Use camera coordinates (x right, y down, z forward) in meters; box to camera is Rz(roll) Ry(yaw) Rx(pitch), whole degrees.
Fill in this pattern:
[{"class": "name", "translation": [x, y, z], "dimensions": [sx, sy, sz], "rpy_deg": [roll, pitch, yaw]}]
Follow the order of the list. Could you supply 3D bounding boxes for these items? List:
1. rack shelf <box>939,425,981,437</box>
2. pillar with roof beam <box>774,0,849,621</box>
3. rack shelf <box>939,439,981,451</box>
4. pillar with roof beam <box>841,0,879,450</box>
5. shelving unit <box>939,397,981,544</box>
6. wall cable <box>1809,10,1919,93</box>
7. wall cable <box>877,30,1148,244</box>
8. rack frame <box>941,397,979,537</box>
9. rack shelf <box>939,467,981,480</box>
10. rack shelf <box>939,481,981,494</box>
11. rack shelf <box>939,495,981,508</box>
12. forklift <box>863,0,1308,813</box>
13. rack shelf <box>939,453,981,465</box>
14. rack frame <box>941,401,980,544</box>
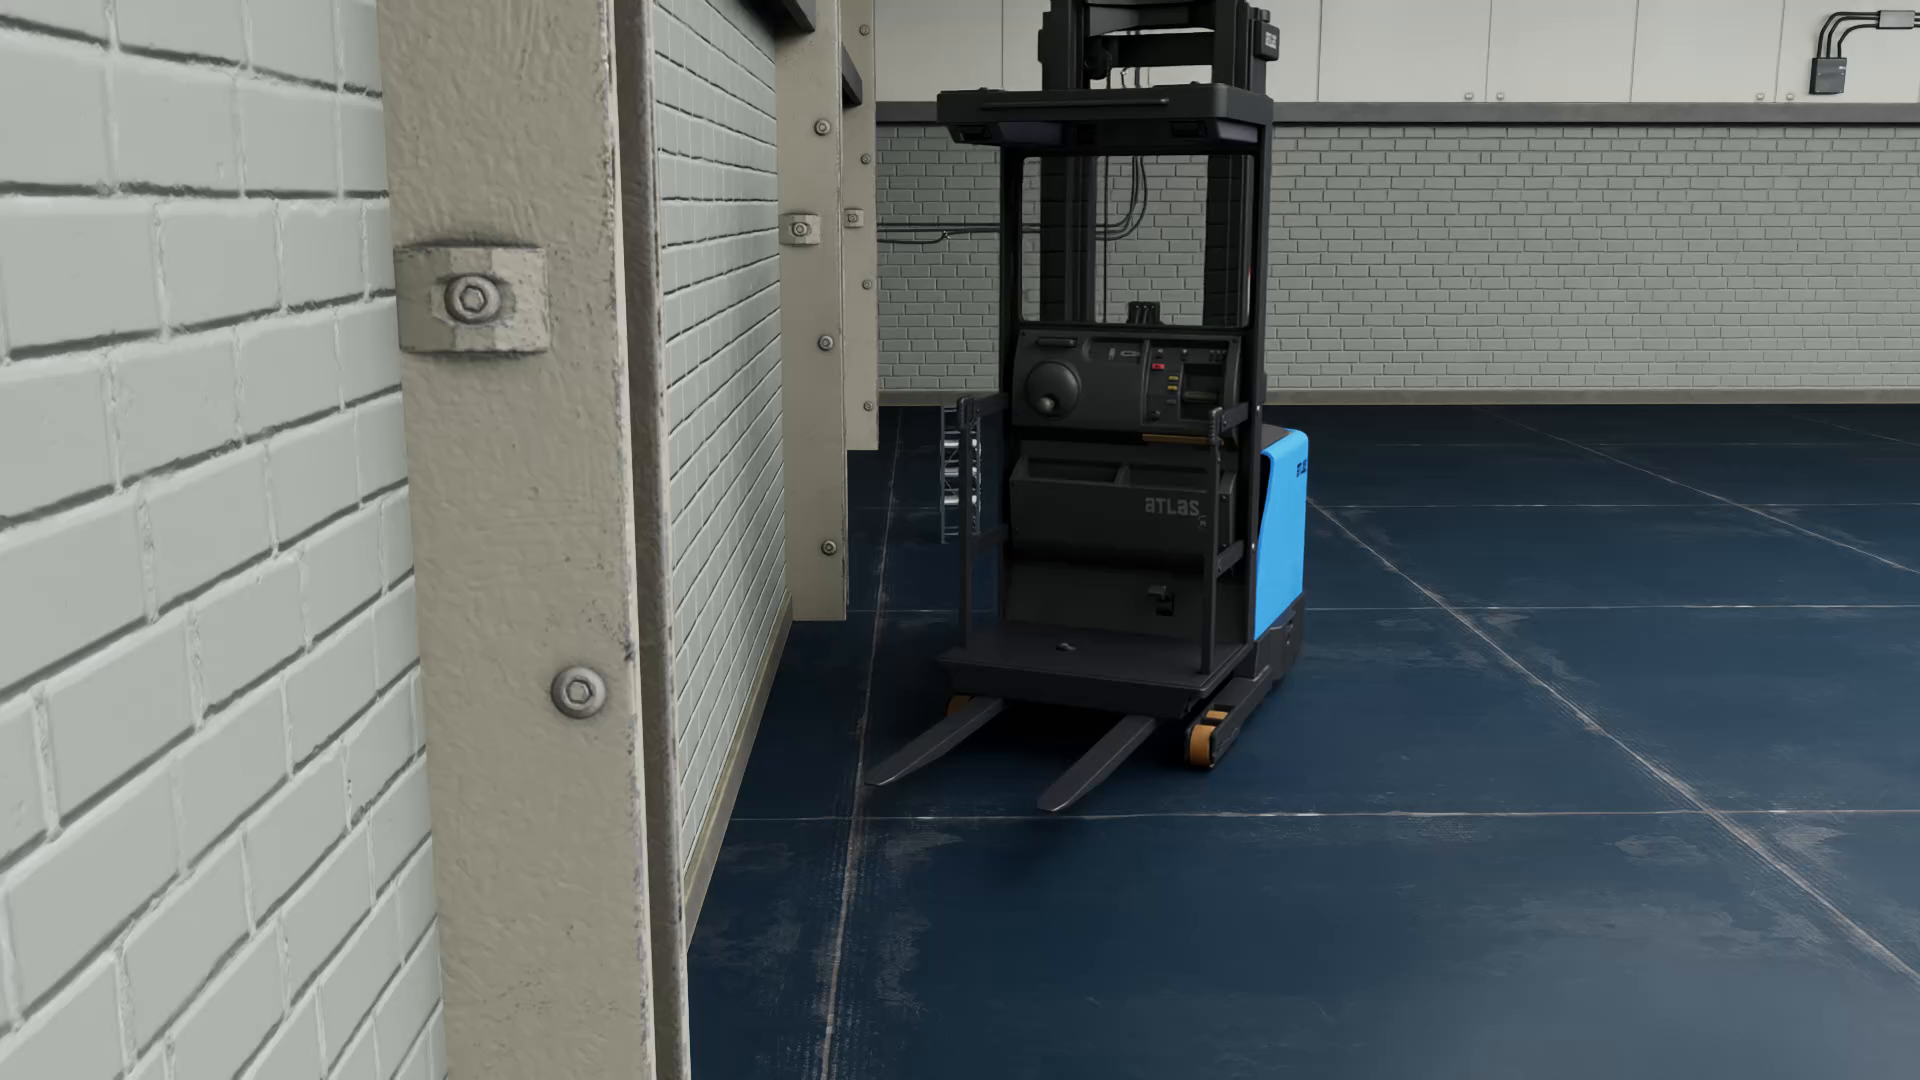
[{"class": "rack shelf", "translation": [0.000, -0.671, 10.415], "dimensions": [0.258, 0.077, 0.200], "rpy_deg": [0, 11, -1]}, {"class": "pillar with roof beam", "translation": [3.558, -4.054, 7.911], "dimensions": [9.100, 9.000, 0.400], "rpy_deg": [0, 11, -1]}, {"class": "rack shelf", "translation": [0.000, -0.583, 10.433], "dimensions": [0.258, 0.077, 0.200], "rpy_deg": [0, 11, -1]}, {"class": "pillar with roof beam", "translation": [3.434, -5.247, 13.790], "dimensions": [9.100, 9.000, 0.400], "rpy_deg": [0, 11, -1]}, {"class": "shelving unit", "translation": [0.000, -0.439, 10.462], "dimensions": [0.258, 0.900, 0.210], "rpy_deg": [0, 11, -1]}, {"class": "wall cable", "translation": [9.883, -7.523, 16.455], "dimensions": [2.305, 6.003, 0.169], "rpy_deg": [0, 11, -1]}, {"class": "wall cable", "translation": [0.391, -4.299, 16.925], "dimensions": [3.097, 2.526, 0.112], "rpy_deg": [0, 11, -1]}, {"class": "rack frame", "translation": [-0.002, -0.460, 10.561], "dimensions": [0.240, 0.900, 0.006], "rpy_deg": [0, 11, -1]}, {"class": "rack shelf", "translation": [0.000, -0.407, 10.468], "dimensions": [0.258, 0.077, 0.200], "rpy_deg": [0, 11, -1]}, {"class": "rack shelf", "translation": [0.000, -0.319, 10.486], "dimensions": [0.258, 0.077, 0.200], "rpy_deg": [0, 11, -1]}, {"class": "rack shelf", "translation": [0.000, -0.230, 10.504], "dimensions": [0.258, 0.077, 0.200], "rpy_deg": [0, 11, -1]}, {"class": "forklift", "translation": [0.579, -0.668, 6.479], "dimensions": [1.130, 2.935, 3.031], "rpy_deg": [5, 12, 23]}, {"class": "rack shelf", "translation": [0.000, -0.495, 10.450], "dimensions": [0.258, 0.077, 0.200], "rpy_deg": [0, 11, -1]}, {"class": "rack frame", "translation": [0.002, -0.419, 10.362], "dimensions": [0.240, 0.900, 0.006], "rpy_deg": [0, 11, -1]}]
